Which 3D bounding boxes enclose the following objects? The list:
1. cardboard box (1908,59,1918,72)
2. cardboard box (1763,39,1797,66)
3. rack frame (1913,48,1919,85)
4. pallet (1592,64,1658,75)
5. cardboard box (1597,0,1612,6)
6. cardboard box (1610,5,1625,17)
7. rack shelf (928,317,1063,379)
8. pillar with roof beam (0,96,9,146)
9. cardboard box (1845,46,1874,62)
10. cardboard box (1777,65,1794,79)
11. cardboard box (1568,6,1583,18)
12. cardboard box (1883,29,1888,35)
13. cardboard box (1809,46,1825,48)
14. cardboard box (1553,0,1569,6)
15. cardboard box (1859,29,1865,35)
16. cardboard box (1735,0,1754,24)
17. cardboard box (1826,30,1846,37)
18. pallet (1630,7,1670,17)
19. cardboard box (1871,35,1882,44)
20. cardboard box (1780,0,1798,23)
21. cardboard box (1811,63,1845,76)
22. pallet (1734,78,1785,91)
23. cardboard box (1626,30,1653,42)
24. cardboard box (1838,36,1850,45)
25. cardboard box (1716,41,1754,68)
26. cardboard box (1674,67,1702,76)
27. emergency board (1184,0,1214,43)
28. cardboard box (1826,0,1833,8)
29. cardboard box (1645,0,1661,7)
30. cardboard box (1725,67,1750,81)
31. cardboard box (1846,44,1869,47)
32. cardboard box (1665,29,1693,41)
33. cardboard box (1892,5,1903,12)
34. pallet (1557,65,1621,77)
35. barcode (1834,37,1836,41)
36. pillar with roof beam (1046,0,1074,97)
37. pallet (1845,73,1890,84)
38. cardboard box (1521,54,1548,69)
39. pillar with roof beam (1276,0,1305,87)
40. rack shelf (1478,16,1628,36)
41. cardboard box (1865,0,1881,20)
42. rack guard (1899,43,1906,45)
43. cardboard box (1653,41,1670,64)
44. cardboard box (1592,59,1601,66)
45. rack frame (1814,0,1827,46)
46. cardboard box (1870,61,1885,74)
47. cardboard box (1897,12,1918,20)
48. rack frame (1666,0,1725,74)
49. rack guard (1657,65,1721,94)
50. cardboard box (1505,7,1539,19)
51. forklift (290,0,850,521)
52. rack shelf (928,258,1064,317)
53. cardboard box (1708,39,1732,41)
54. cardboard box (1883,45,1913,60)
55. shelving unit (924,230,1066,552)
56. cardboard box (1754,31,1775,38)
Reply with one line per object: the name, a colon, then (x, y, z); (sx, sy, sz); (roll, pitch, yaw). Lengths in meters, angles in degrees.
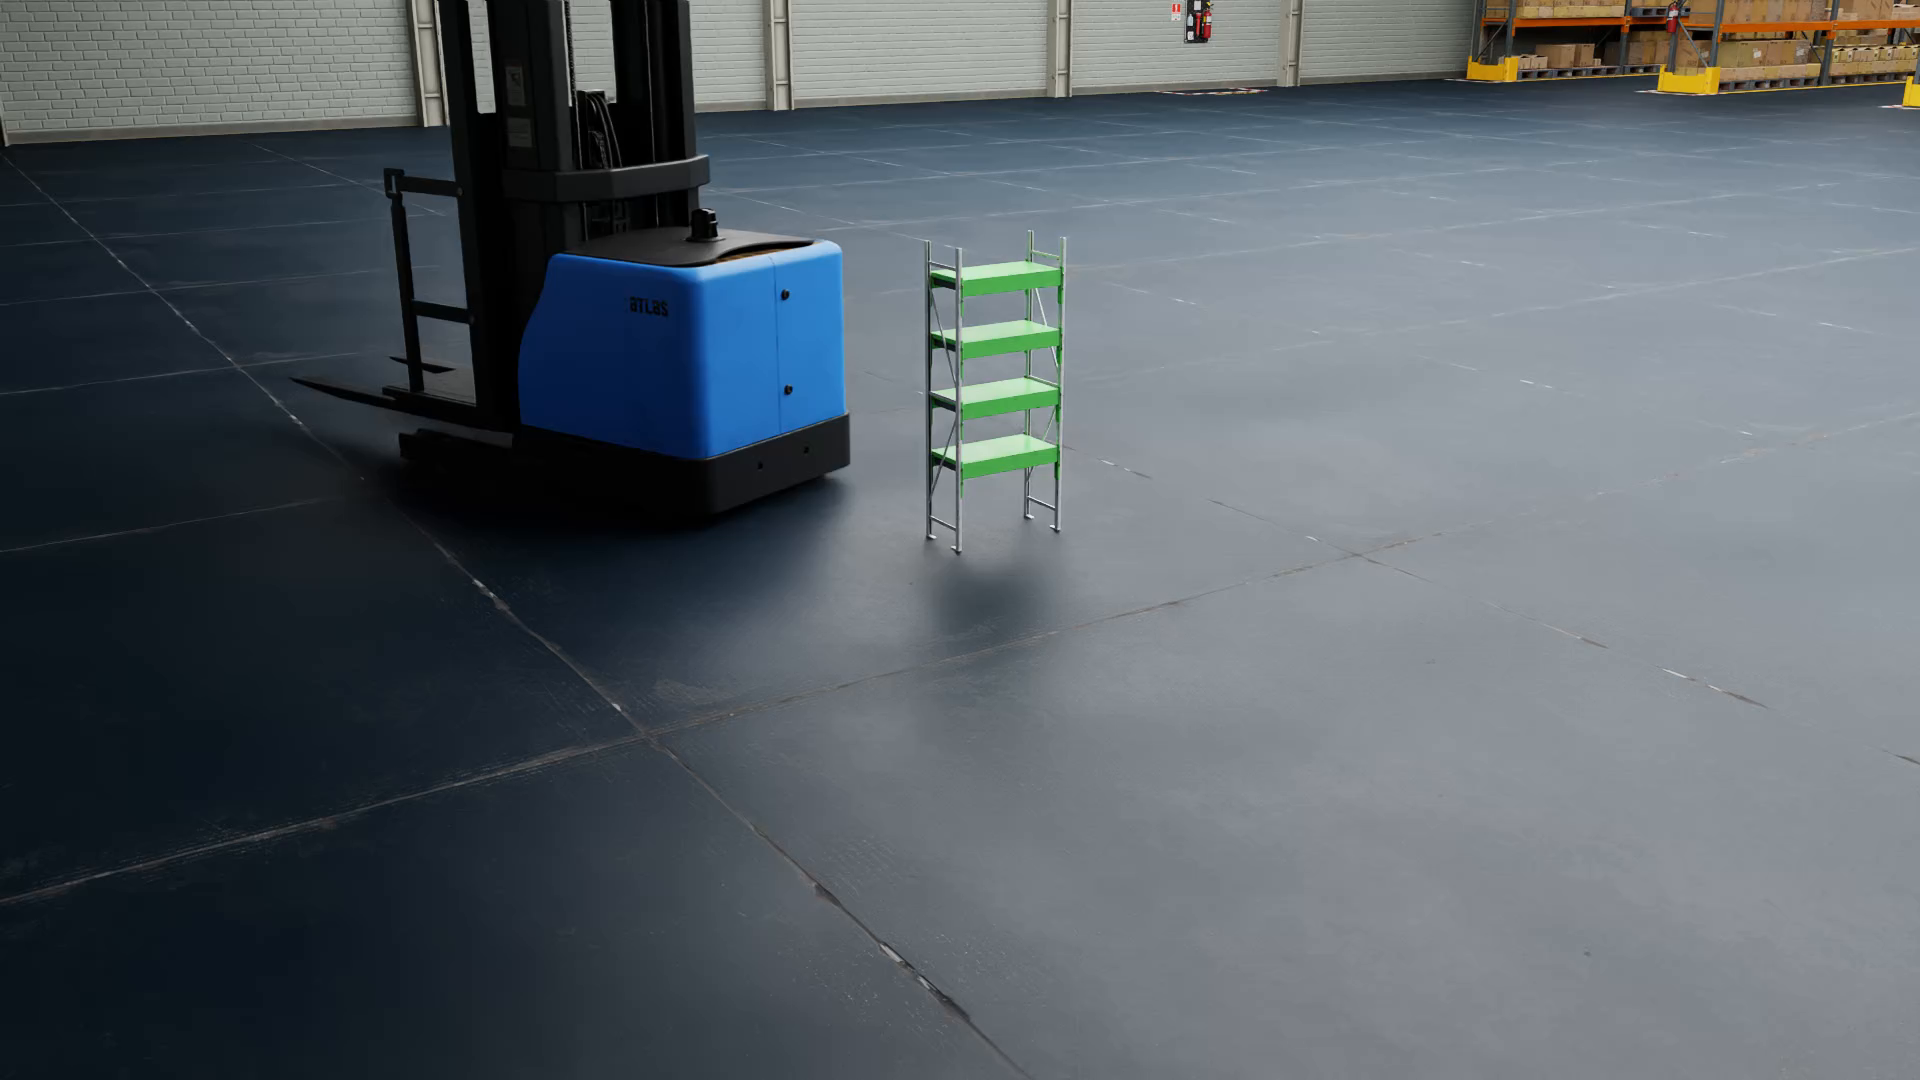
cardboard box: (20.915, -10.519, 36.814); (0.500, 0.250, 0.500); (-11, 22, -30)
cardboard box: (16.773, -10.014, 34.147); (0.500, 0.500, 0.500); (-12, 22, -31)
rack frame: (17.260, -9.046, 28.819); (0.127, 3.000, 1.000); (-12, 22, -31)
pallet: (15.801, -11.217, 39.595); (1.213, 0.211, 1.003); (-12, 22, -31)
cardboard box: (14.513, -12.439, 37.886); (0.500, 0.500, 0.500); (-12, 22, -32)
cardboard box: (14.923, -12.174, 38.275); (0.500, 0.250, 0.500); (-12, 22, -31)
rack shelf: (0.138, -0.764, 6.582); (0.480, 0.148, 0.258); (-12, 22, -31)
pillar with roof beam: (-10.768, -8.457, 17.709); (0.400, 9.000, 9.100); (-12, 22, -31)
cardboard box: (19.214, -10.423, 35.653); (0.500, 0.311, 0.500); (-13, 22, -33)
cardboard box: (16.780, -9.655, 34.258); (0.500, 0.250, 0.500); (-12, 22, -31)
cardboard box: (13.671, -11.907, 37.485); (0.500, 0.250, 0.500); (-12, 22, -31)
cardboard box: (24.637, -13.615, 44.568); (0.250, 0.149, 0.380); (-12, 22, -32)
cardboard box: (18.491, -10.480, 35.821); (0.500, 0.311, 0.500); (-11, 22, -30)
cardboard box: (13.228, -12.167, 37.083); (0.500, 0.500, 0.500); (-13, 22, -33)
cardboard box: (24.007, -13.628, 44.607); (0.250, 0.149, 0.380); (-12, 22, -31)
cardboard box: (15.371, -10.592, 33.234); (0.500, 0.500, 0.700); (-11, 22, -30)
cardboard box: (22.900, -13.248, 43.481); (0.250, 0.149, 0.380); (-11, 22, -30)
pallet: (15.870, -12.405, 39.055); (1.213, 0.211, 1.003); (-12, 22, -31)
cardboard box: (24.226, -13.291, 44.622); (0.500, 0.500, 0.700); (-12, 22, -32)
cardboard box: (16.654, -10.862, 34.033); (0.500, 0.500, 0.700); (-12, 22, -31)
cardboard box: (18.352, -9.977, 35.211); (0.500, 0.250, 0.500); (-13, 22, -33)
pallet: (16.172, -9.410, 34.250); (1.213, 0.211, 1.003); (-12, 22, -31)
cardboard box: (16.123, -11.993, 39.580); (0.500, 0.250, 0.500); (-12, 22, -33)
cardboard box: (22.935, -13.016, 43.810); (0.500, 0.500, 0.700); (-12, 22, -32)
cardboard box: (15.525, -9.747, 33.358); (0.500, 0.500, 0.500); (-12, 22, -31)
cardboard box: (14.824, -9.441, 33.626); (0.500, 0.250, 0.500); (-12, 22, -31)
emergency board: (4.824, -10.569, 33.323); (0.643, 1.169, 0.194); (-12, 22, -31)
cardboard box: (22.295, -14.043, 43.131); (0.700, 0.700, 0.980); (-12, 22, -31)
cardboard box: (16.066, -12.833, 39.178); (0.500, 0.500, 0.700); (-9, 21, -26)
cardboard box: (15.524, -9.392, 33.480); (0.500, 0.250, 0.500); (-12, 22, -31)
cardboard box: (19.760, -10.745, 36.606); (0.500, 0.311, 0.500); (-13, 22, -33)
cardboard box: (17.409, -12.260, 40.371); (0.500, 0.250, 0.500); (-11, 22, -30)
cardboard box: (20.366, -11.633, 36.609); (0.500, 0.311, 0.500); (-12, 22, -32)
pallet: (14.610, -10.952, 38.810); (1.213, 0.211, 1.003); (-12, 22, -31)
barcode: (18.321, -10.489, 34.803); (0.075, 0.075, 0.001); (-12, 22, -31)
pillar with roof beam: (4.265, -11.627, 27.087); (0.400, 9.000, 9.100); (-12, 22, -31)
pallet: (19.493, -10.112, 36.325); (1.213, 0.211, 1.003); (-12, 22, -31)
cardboard box: (12.914, -10.829, 37.604); (0.500, 0.311, 0.500); (-10, 21, -27)
pillar with roof beam: (9.276, -12.684, 30.213); (0.400, 9.000, 9.100); (-12, 22, -31)
rack shelf: (13.481, -11.707, 37.814); (4.000, 0.370, 1.077); (-12, 22, -31)
cardboard box: (19.388, -11.435, 35.730); (0.500, 0.500, 0.500); (-12, 22, -31)
rack guard: (25.194, -13.334, 45.406); (0.348, 0.500, 1.175); (-12, 22, -31)
cardboard box: (16.610, -11.742, 40.010); (0.500, 0.500, 0.700); (-12, 22, -31)
cardboard box: (14.721, -11.164, 38.822); (0.250, 0.166, 0.380); (-16, 24, -38)
rack frame: (21.833, -13.810, 42.909); (0.127, 3.000, 1.000); (-12, 22, -31)
cardboard box: (19.636, -10.248, 36.013); (0.500, 0.250, 0.500); (-11, 22, -30)
cardboard box: (20.621, -11.429, 36.261); (0.250, 0.149, 0.380); (-12, 22, -31)
rack frame: (14.538, -10.372, 32.740); (0.127, 3.000, 1.000); (-12, 22, -31)
rack guard: (14.518, -9.183, 33.128); (0.348, 0.500, 1.175); (-12, 22, -31)
cardboard box: (12.393, -11.635, 36.681); (0.500, 0.250, 0.500); (-13, 22, -33)
forklift: (-1.998, -1.818, 7.545); (3.031, 2.935, 1.130); (13, 22, 33)
rack shelf: (0.138, -0.992, 6.506); (0.480, 0.148, 0.258); (-12, 22, -31)
cardboard box: (15.650, -9.977, 34.040); (0.500, 0.500, 0.500); (-12, 22, -31)
cardboard box: (20.487, -10.691, 36.447); (0.500, 0.311, 0.500); (-12, 22, -32)
shelving unit: (0.138, -0.598, 6.639); (0.503, 1.200, 0.258); (-12, 22, -31)
cardboard box: (19.914, -12.533, 41.833); (0.750, 0.750, 0.750); (-12, 22, -32)
